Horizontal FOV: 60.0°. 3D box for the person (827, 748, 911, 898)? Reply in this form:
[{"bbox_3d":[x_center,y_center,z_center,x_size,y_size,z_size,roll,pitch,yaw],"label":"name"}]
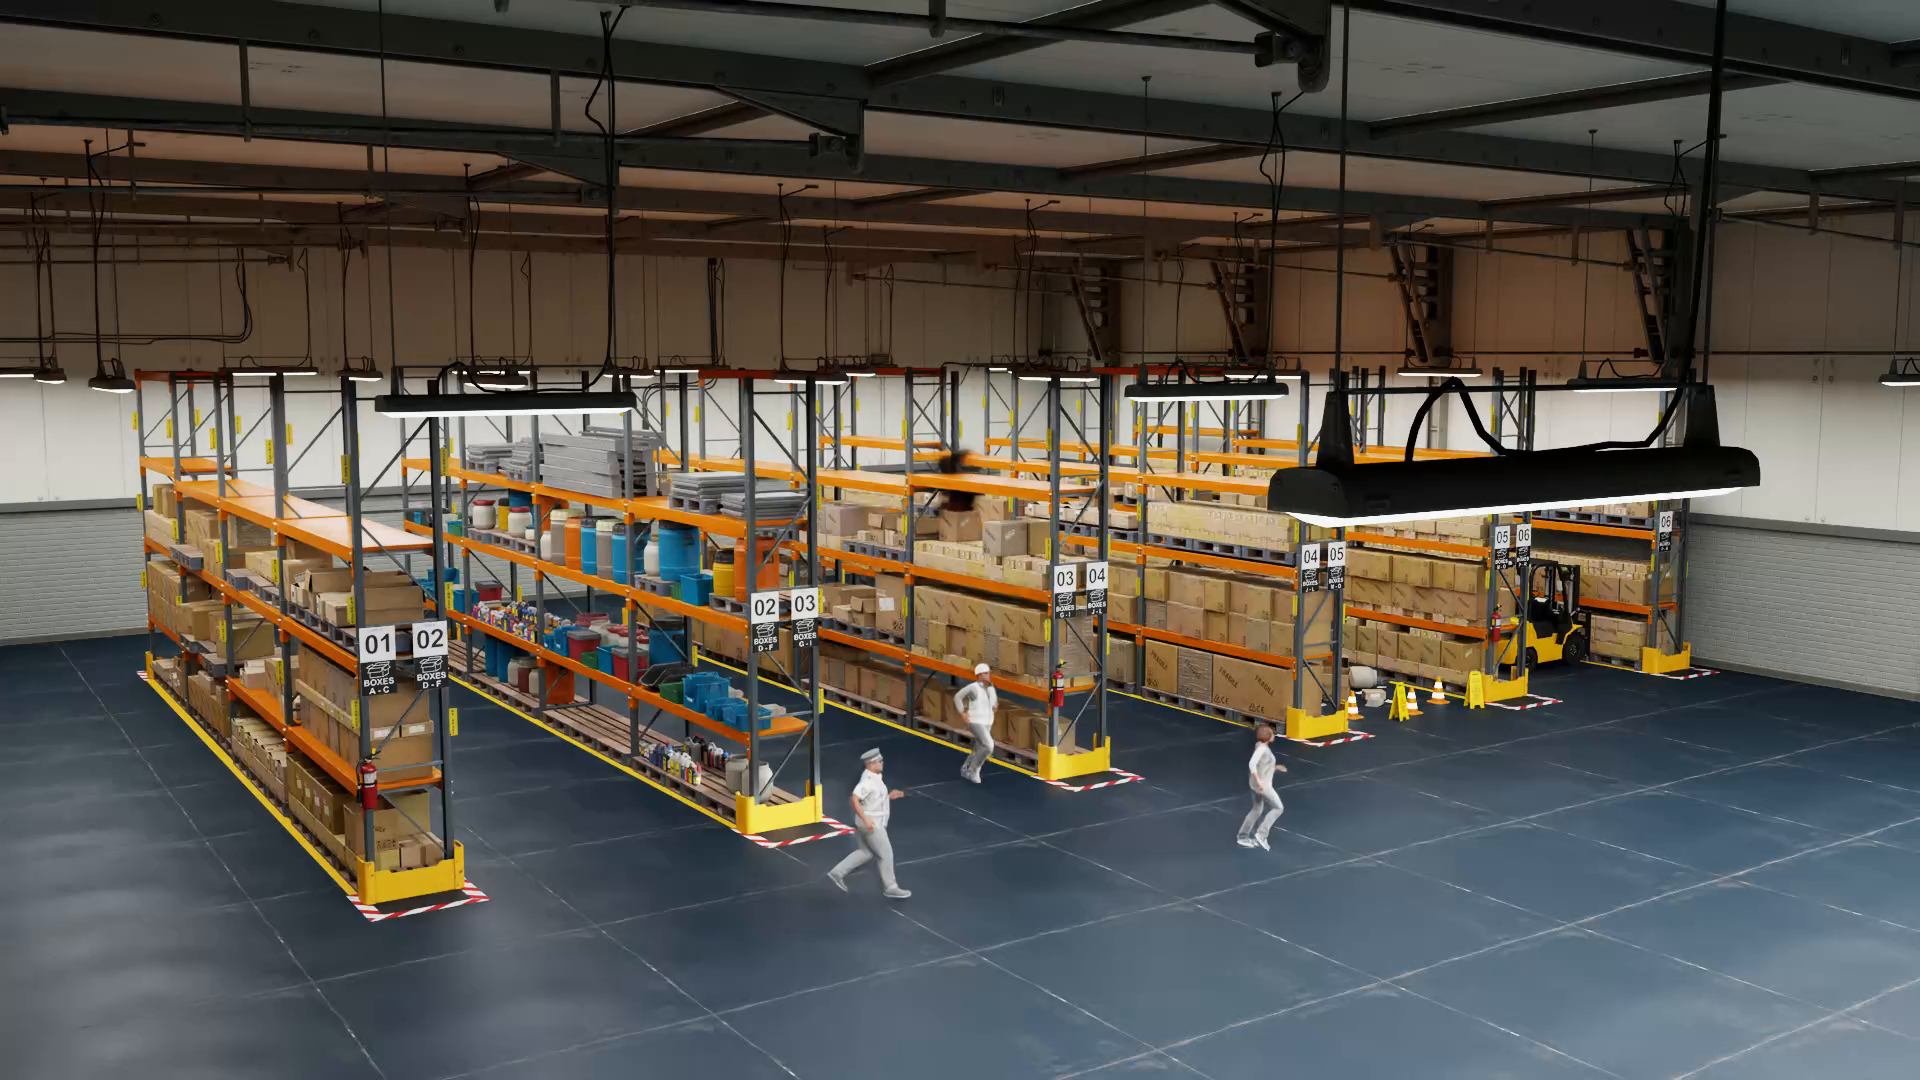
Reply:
[{"bbox_3d":[-1.049,3.265,19.192,0.974,1.763,0.663,-1,6,-7],"label":"person"}]

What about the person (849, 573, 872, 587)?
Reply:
[{"bbox_3d":[-2.550,0.686,42.567,0.858,1.767,0.678,-5,8,-37],"label":"person"}]

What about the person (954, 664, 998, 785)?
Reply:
[{"bbox_3d":[0.303,2.702,24.533,0.640,1.745,0.573,5,8,37],"label":"person"}]

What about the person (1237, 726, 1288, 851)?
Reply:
[{"bbox_3d":[3.867,3.156,21.216,0.658,1.584,0.534,0,6,-3],"label":"person"}]
